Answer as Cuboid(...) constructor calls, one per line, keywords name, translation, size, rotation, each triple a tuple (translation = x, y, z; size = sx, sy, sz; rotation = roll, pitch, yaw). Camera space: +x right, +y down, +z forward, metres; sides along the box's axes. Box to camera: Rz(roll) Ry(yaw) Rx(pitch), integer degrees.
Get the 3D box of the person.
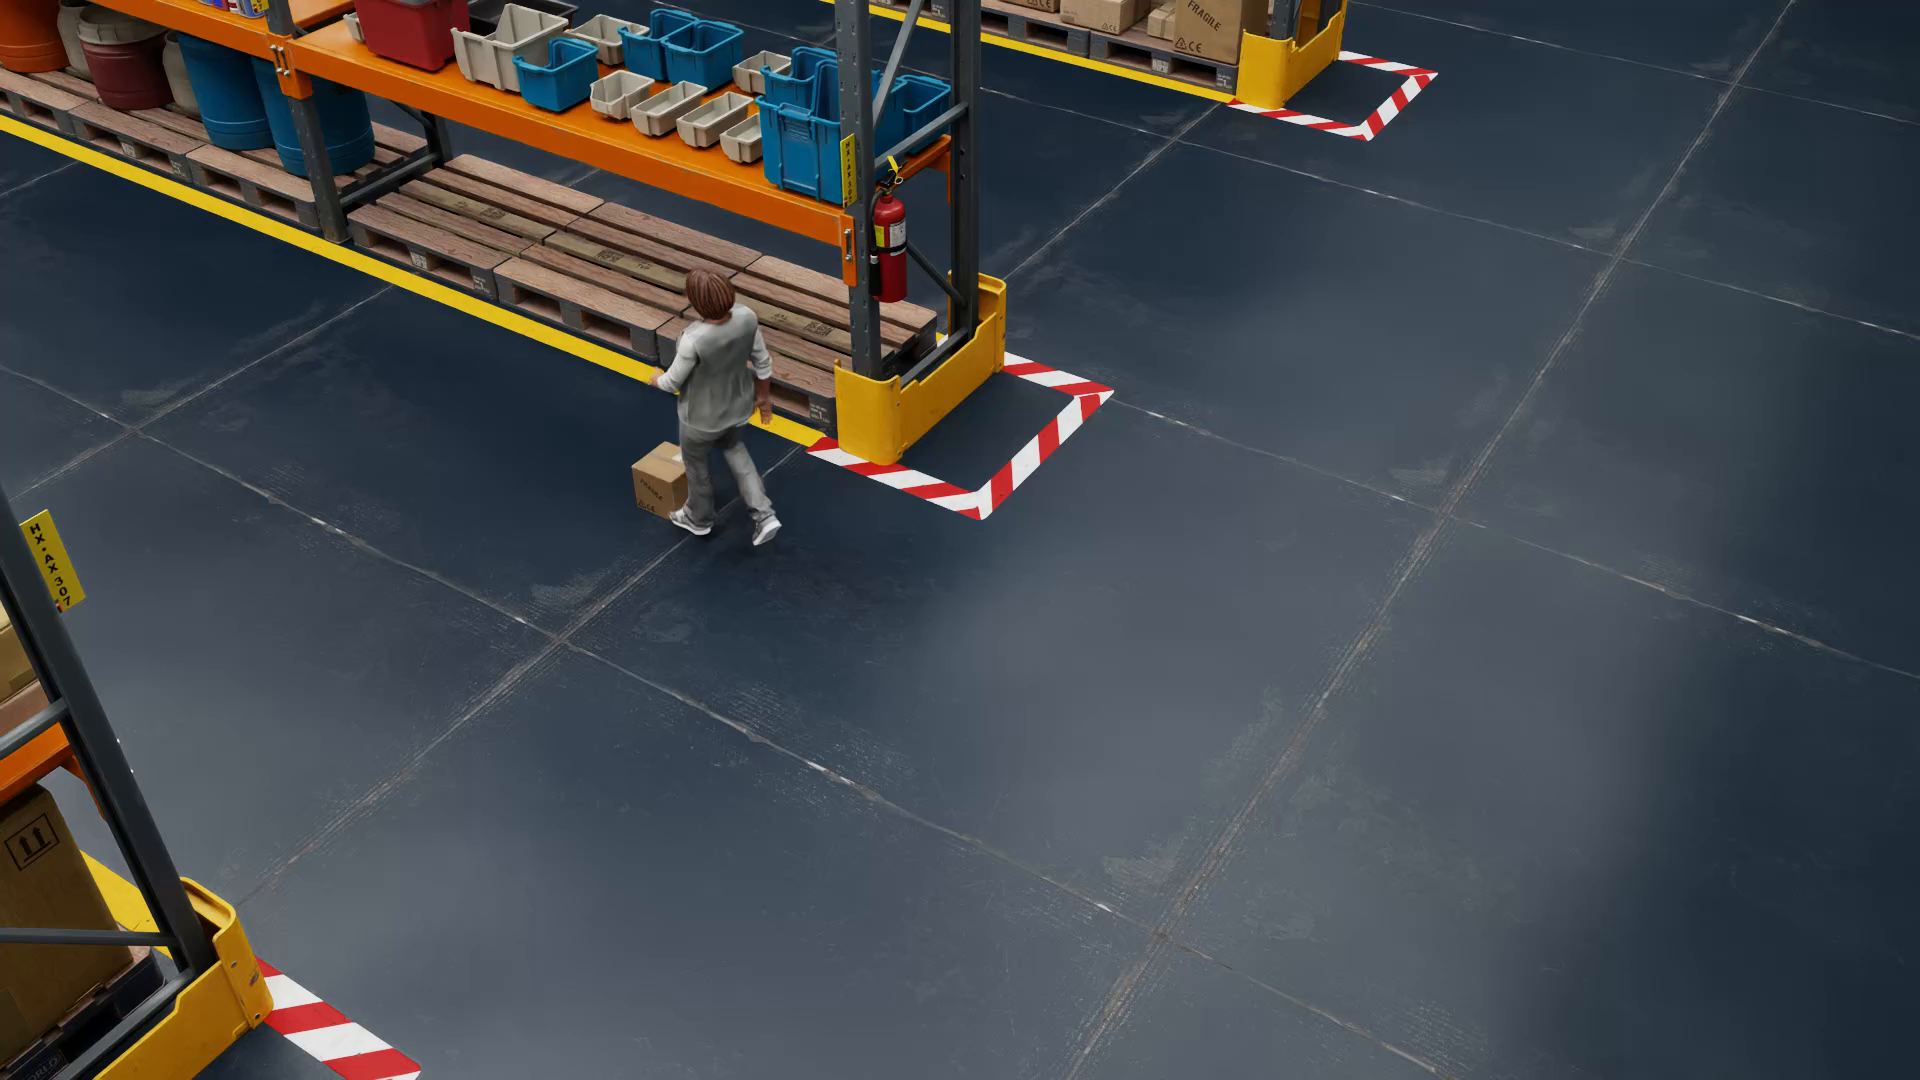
Cuboid(name="person", translation=(-1.121, -0.604, 7.444), size=(0.478, 1.558, 0.700), rotation=(-29, 47, -31))
